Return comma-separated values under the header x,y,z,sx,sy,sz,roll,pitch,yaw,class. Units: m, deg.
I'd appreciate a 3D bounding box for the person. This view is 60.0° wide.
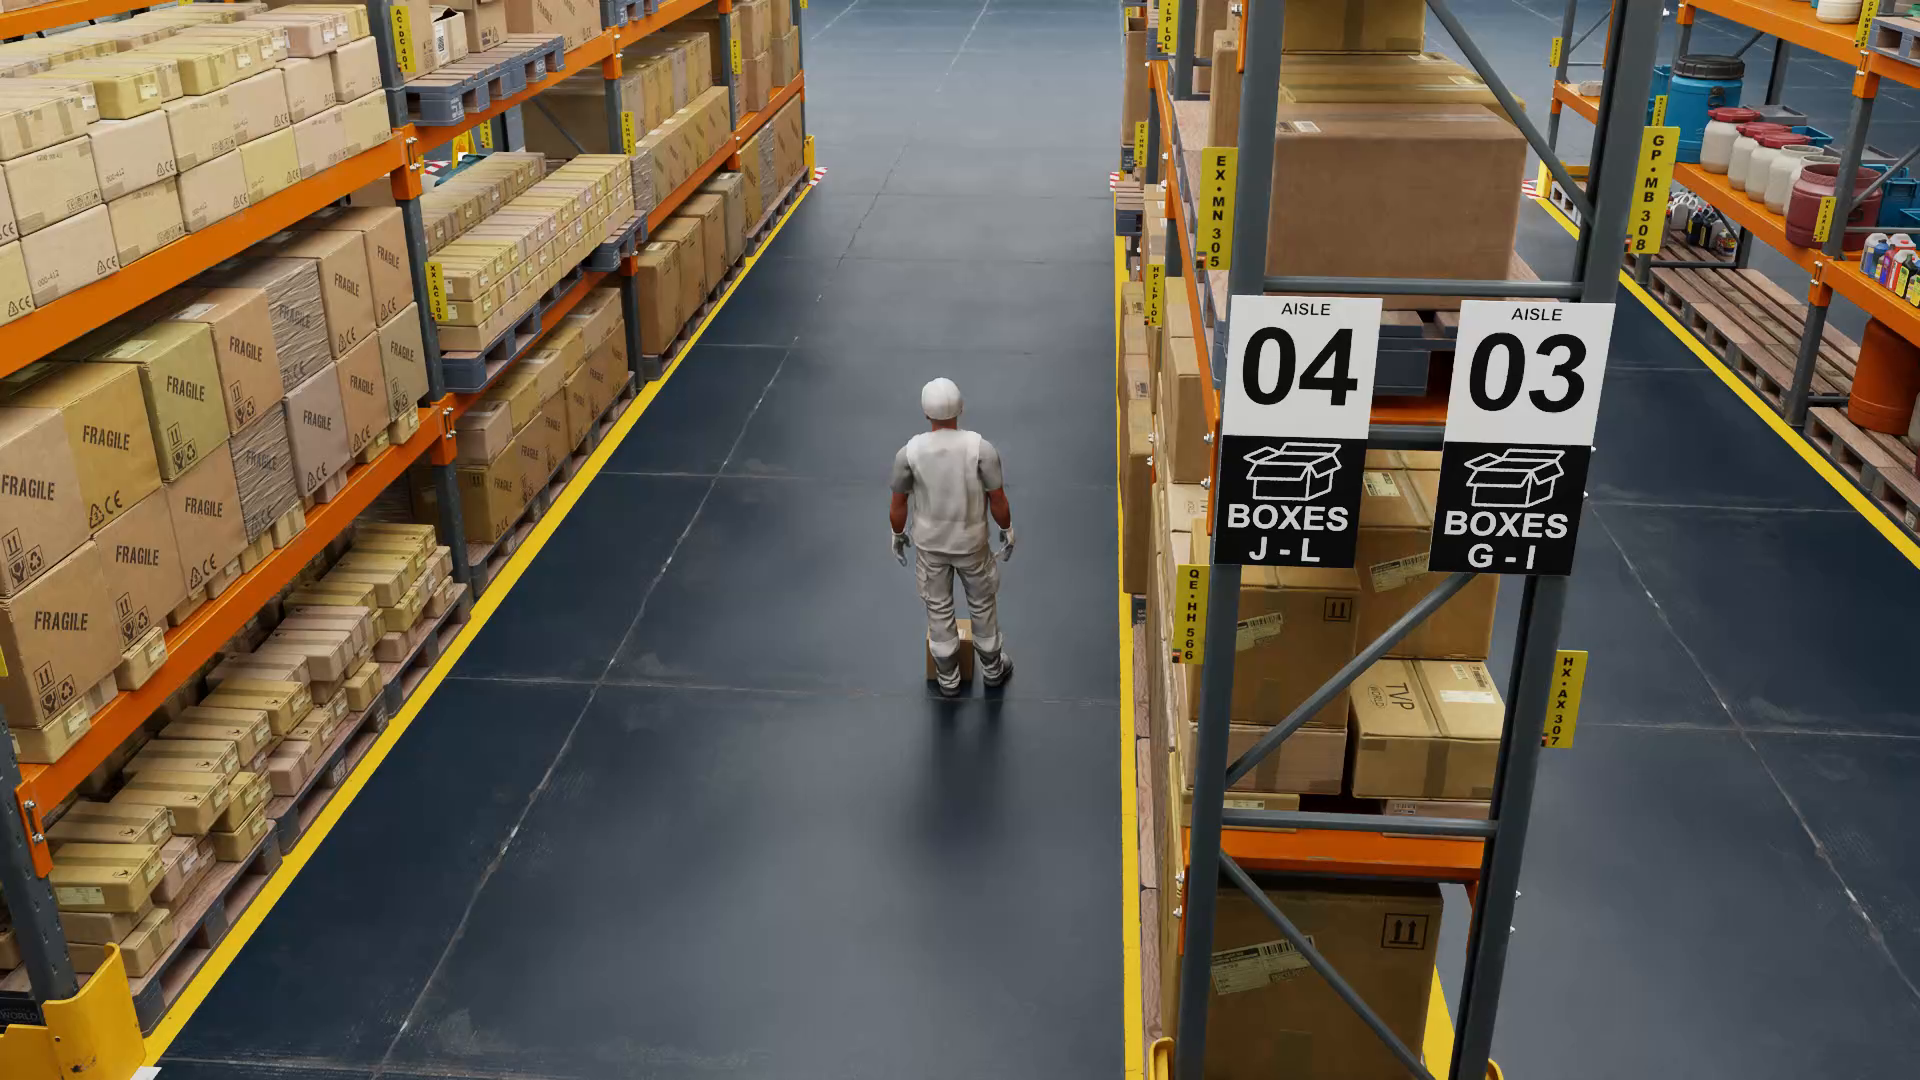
x,y,z,sx,sy,sz,roll,pitch,yaw,class
-0.032,-0.029,8.617,0.638,1.787,0.564,2,24,4,person
